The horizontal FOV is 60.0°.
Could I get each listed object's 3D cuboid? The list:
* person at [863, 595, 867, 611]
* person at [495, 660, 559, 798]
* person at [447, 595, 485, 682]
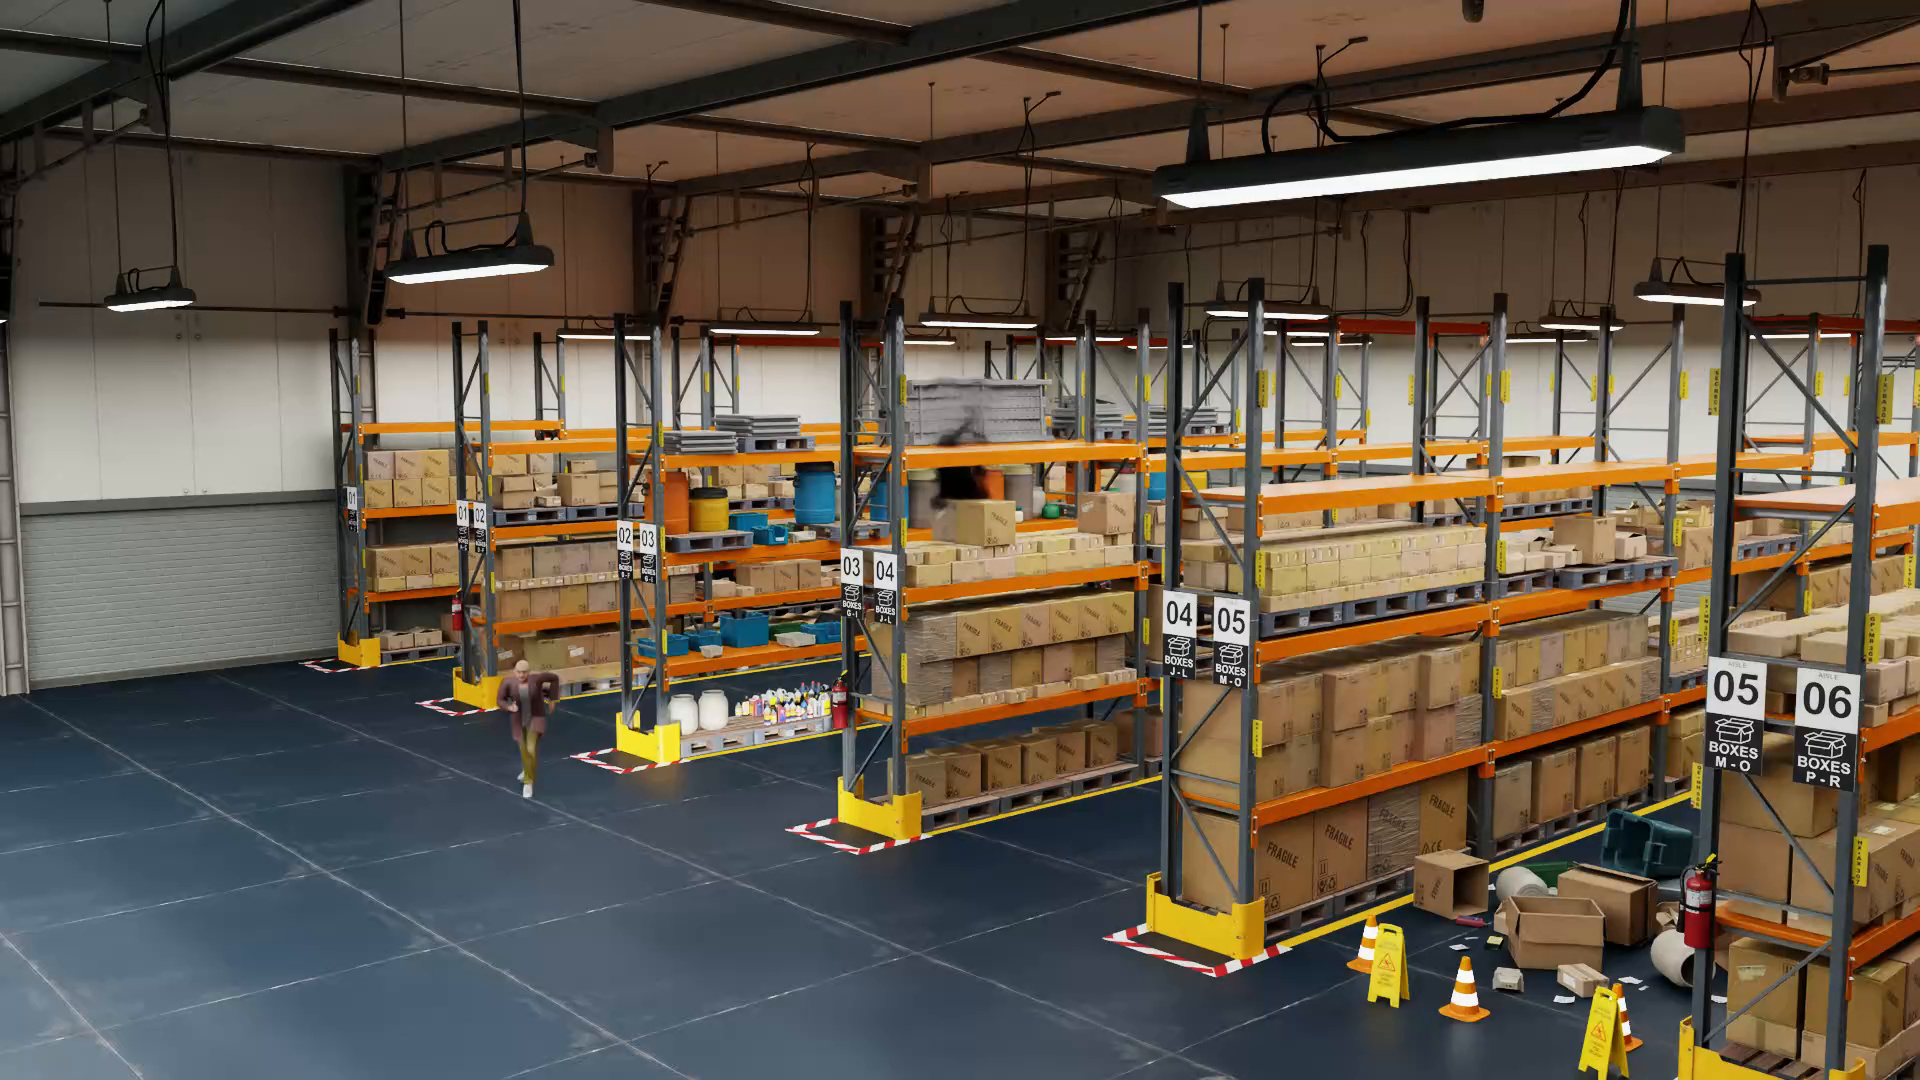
[{"bbox_3d":[-2.040,0.836,34.799,0.692,1.841,0.842,5,7,40],"label":"person"},{"bbox_3d":[-5.367,2.308,20.713,0.752,1.759,1.078,-1,6,-7],"label":"person"},{"bbox_3d":[-8.145,1.655,27.610,0.564,1.607,0.742,5,8,44],"label":"person"}]
